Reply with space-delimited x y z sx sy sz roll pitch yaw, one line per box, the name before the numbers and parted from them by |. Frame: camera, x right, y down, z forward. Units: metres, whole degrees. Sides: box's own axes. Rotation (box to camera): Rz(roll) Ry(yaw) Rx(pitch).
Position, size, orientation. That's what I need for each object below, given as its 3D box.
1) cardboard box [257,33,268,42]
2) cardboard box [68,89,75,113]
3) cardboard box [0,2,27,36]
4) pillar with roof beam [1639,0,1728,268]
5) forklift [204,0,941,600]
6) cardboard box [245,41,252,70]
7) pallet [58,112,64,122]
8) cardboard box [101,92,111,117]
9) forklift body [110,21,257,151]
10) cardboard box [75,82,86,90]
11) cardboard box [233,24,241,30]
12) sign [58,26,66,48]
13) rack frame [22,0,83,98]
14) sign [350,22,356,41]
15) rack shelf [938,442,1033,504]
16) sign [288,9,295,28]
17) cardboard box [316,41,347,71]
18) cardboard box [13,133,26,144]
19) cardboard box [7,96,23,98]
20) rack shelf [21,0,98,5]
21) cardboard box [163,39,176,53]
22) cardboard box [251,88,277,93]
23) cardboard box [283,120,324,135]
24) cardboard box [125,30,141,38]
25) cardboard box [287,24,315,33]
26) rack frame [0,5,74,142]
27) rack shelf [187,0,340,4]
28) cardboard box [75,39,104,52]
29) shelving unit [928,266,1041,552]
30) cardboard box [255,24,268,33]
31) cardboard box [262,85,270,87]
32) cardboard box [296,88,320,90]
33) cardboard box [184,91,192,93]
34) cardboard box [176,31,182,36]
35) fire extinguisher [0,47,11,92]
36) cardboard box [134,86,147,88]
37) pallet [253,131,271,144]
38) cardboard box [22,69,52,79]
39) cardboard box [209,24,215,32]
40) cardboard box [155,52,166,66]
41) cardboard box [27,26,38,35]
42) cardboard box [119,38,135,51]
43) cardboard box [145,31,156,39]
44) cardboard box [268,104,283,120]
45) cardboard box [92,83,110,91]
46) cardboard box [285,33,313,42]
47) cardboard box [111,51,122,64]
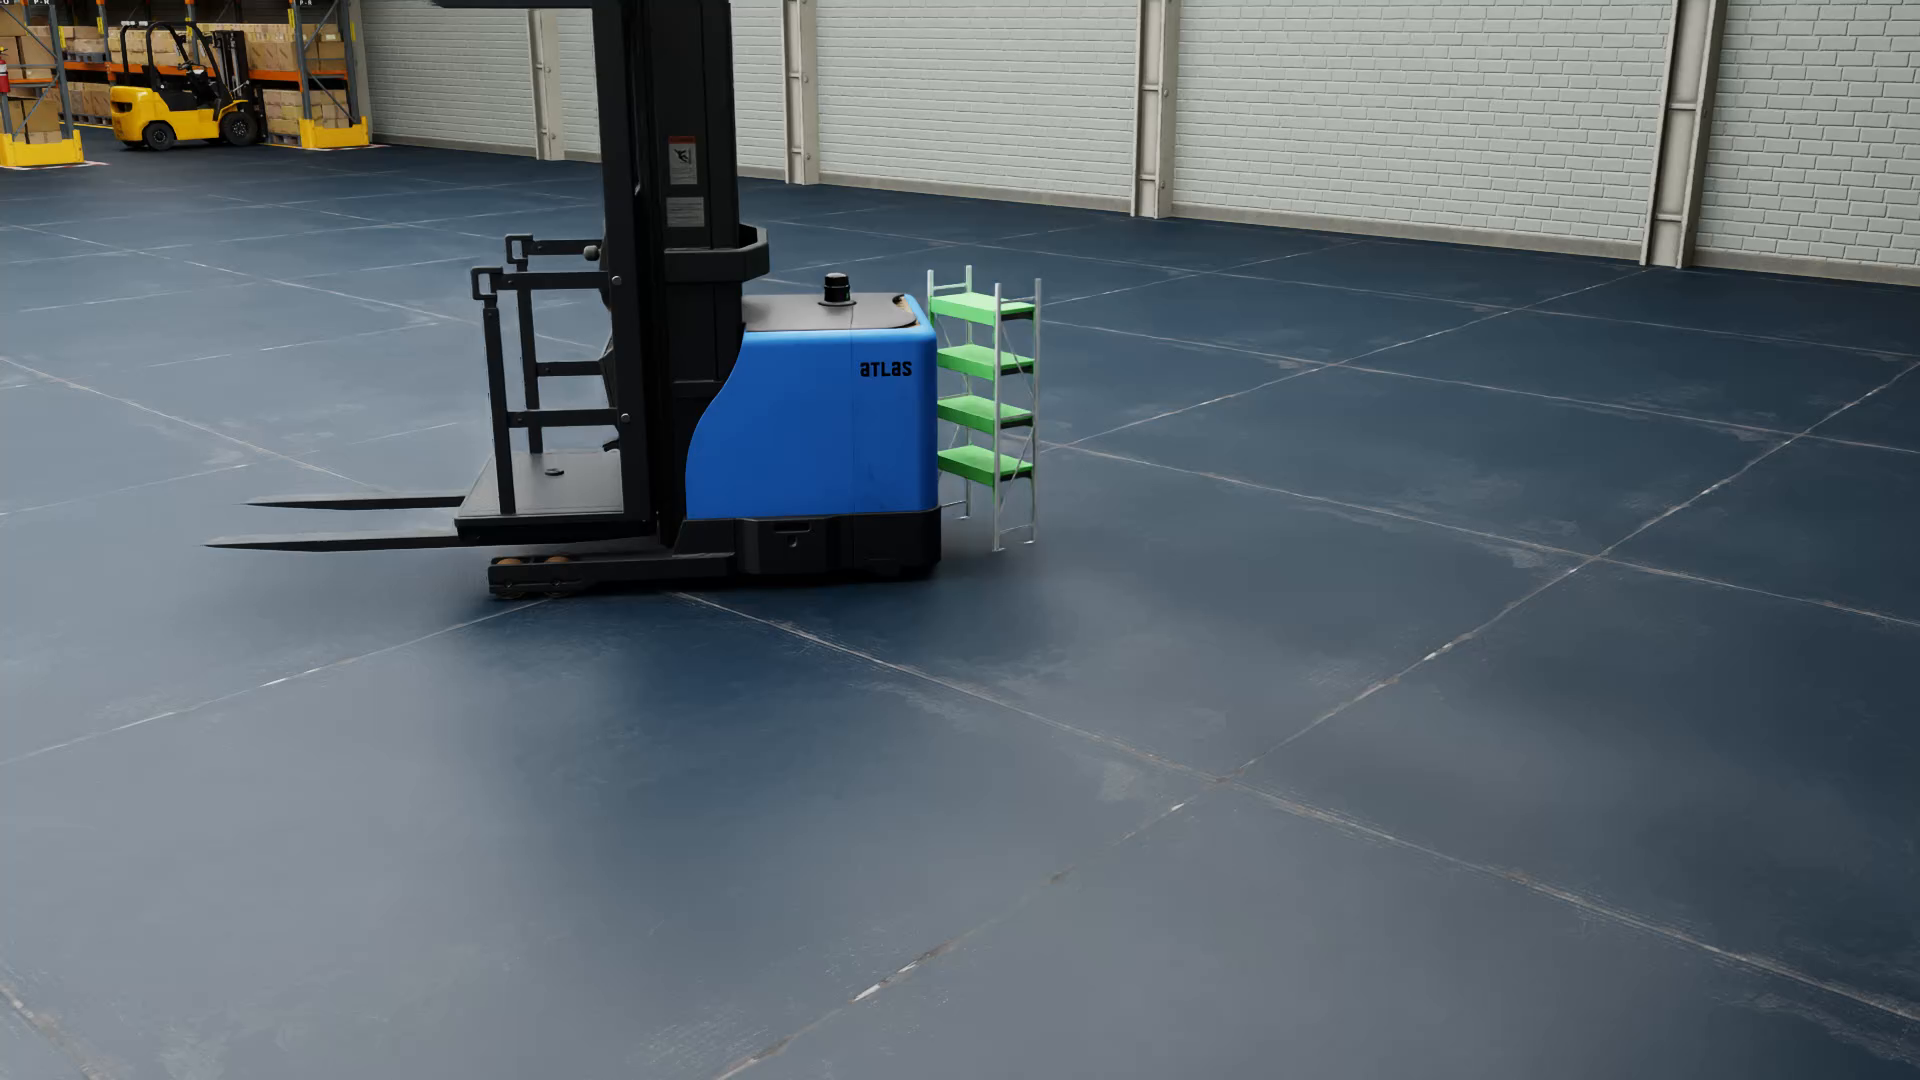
cardboard box | -12.490 -9.108 30.113 0.250 0.149 0.380 14 22 38
cardboard box | -19.260 -9.603 36.350 0.500 0.500 0.500 14 22 38
cardboard box | -15.091 -8.134 25.974 0.500 0.500 0.700 14 23 38
pillar with roof beam | 3.899 -5.949 11.481 0.400 9.000 9.100 15 23 39
forklift | -1.637 -1.322 6.931 3.031 2.935 1.130 -2 18 -7
cardboard box | -12.963 -8.933 30.637 0.500 0.500 0.500 15 23 40
pallet | -19.614 -9.464 37.085 1.213 0.211 1.003 15 23 39
cardboard box | -17.714 -9.190 35.049 0.500 0.500 0.500 16 24 41
forklift body | -13.901 -8.102 29.586 1.214 2.155 2.313 15 23 39
cardboard box | -18.916 -9.838 36.019 0.250 0.149 0.380 15 23 39
cardboard box | -13.206 -9.469 30.759 0.250 0.149 0.380 15 23 39
sign | -14.204 -7.950 26.274 0.005 0.325 0.100 15 23 39
rack frame | -20.247 -10.948 37.151 0.127 3.000 1.000 15 23 39
sign | -10.899 -9.114 29.807 0.005 0.325 0.100 15 23 39
rack shelf | 0.103 -0.310 7.609 0.258 0.148 0.480 -13 22 -35
sign | -11.642 -9.084 28.970 0.005 0.325 0.100 15 23 39
cardboard box | -11.458 -8.749 30.055 0.500 0.500 0.500 16 24 41
cardboard box | -15.365 -6.411 26.705 0.500 0.250 0.500 15 23 39
cardboard box | -15.765 -7.098 27.630 0.500 0.500 0.500 16 23 40
rack shelf | -18.751 -11.634 35.540 4.000 0.370 1.077 15 23 39
cardboard box | -15.190 -9.651 32.485 0.500 0.250 0.500 14 23 38
cardboard box | -12.967 -8.231 30.786 0.500 0.250 0.500 14 23 38
cardboard box | -11.833 -7.451 29.983 0.500 0.250 0.500 15 23 40
cardboard box | -16.803 -10.272 33.783 0.250 0.149 0.380 16 24 41
cardboard box | -11.680 -9.062 29.477 0.250 0.149 0.380 15 23 39
rack frame | -14.564 -7.415 26.018 0.127 3.000 1.000 15 23 39
rack shelf | -12.768 -10.027 30.479 4.000 0.370 1.077 15 23 39
cardboard box | -18.259 -10.412 35.016 0.500 0.250 0.500 14 22 37
shelving unit | 0.103 -0.599 7.517 0.258 1.200 0.503 -13 22 -35
cardboard box | -12.504 -9.245 30.053 0.250 0.149 0.380 16 23 41
cardboard box | -13.378 -8.555 31.807 0.500 0.250 0.500 15 23 38
cardboard box | -11.882 -8.144 30.512 0.500 0.250 0.500 15 23 39
cardboard box | -14.661 -8.512 32.707 0.625 0.625 0.875 16 24 42
cardboard box | -15.020 -9.826 32.376 0.250 0.149 0.380 15 23 39
fire extinguisher | -14.784 -7.251 25.628 0.183 0.674 0.296 15 23 39
cardboard box | -16.798 -9.085 34.511 0.625 0.625 0.875 16 24 41
pallet | -12.780 -7.599 31.206 1.213 0.211 1.003 15 23 39
cardboard box | -14.680 -7.410 26.418 0.250 0.149 0.380 15 23 39
cardboard box | -13.955 -9.681 31.429 0.250 0.149 0.380 15 23 40
cardboard box | -15.545 -9.519 32.894 0.500 0.250 0.500 15 23 40
cardboard box | -20.034 -11.048 36.606 0.500 0.500 0.700 16 23 41
cardboard box | -16.712 -10.067 33.794 0.500 0.250 0.500 16 24 41
cardboard box | -15.892 -10.003 32.934 0.250 0.149 0.380 14 23 38
cardboard box | -12.211 -7.797 30.245 0.500 0.250 0.500 15 23 39
cardboard box | -18.185 -9.616 35.317 0.250 0.149 0.380 14 22 37
cardboard box | -11.717 -8.902 29.465 0.250 0.149 0.380 15 23 40
cardboard box | -17.086 -9.929 34.188 0.500 0.250 0.500 15 23 39
